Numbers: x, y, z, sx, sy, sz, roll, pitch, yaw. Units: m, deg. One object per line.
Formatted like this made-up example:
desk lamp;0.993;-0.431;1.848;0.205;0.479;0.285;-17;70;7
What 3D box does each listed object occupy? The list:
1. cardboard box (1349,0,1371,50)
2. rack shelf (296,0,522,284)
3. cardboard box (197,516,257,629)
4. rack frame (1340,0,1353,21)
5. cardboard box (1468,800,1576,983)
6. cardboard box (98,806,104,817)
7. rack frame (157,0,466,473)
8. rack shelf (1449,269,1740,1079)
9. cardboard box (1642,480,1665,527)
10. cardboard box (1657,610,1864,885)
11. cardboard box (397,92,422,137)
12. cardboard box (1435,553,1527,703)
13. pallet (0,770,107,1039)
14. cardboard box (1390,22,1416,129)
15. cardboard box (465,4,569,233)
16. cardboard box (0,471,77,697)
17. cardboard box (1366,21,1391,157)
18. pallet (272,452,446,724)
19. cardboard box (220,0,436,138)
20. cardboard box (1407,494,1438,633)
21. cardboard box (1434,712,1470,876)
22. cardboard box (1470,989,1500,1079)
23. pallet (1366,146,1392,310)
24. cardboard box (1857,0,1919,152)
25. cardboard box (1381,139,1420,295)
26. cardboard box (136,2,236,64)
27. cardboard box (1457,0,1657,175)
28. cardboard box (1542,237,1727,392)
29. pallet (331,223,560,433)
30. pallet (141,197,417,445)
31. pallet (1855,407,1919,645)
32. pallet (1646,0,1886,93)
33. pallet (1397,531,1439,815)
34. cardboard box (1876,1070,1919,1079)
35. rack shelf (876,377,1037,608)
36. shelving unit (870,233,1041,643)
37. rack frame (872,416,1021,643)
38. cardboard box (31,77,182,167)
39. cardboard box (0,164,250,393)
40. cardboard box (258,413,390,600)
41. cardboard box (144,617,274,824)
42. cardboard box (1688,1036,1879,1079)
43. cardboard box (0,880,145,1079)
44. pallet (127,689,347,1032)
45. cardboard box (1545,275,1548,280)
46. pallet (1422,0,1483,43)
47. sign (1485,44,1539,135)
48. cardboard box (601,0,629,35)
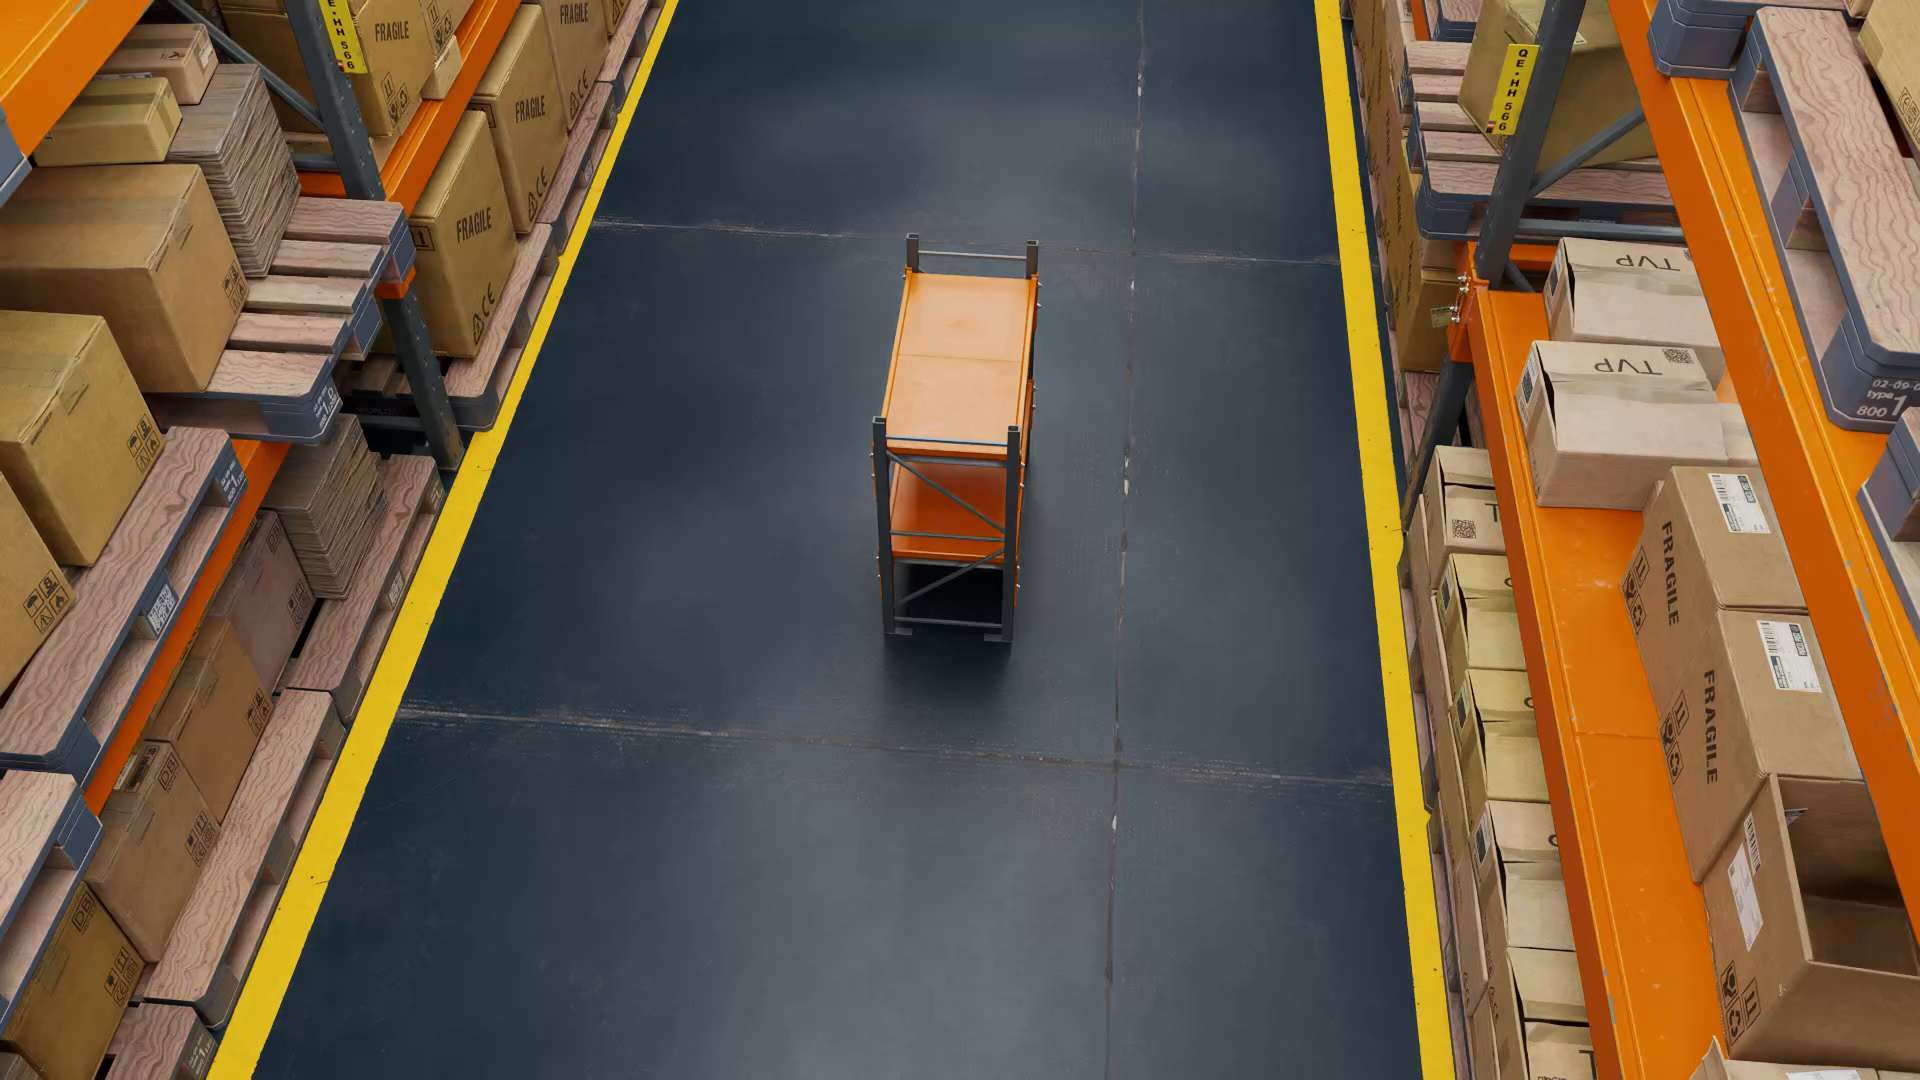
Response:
cardboard box;2.391;-2.952;8.839;0.500;0.500;0.500;2;48;2
rack shelf;-2.438;-2.604;7.613;1.077;0.370;4.000;4;48;4
cardboard box;-2.748;0.012;5.620;0.500;0.250;0.500;5;48;4
rack frame;2.678;-3.986;8.389;1.000;3.000;0.127;4;48;4
cardboard box;1.838;1.054;4.978;0.500;0.311;0.500;3;48;3
cardboard box;-2.854;0.756;4.940;0.500;0.250;0.500;3;48;2
rack frame;-2.620;-1.377;6.003;1.000;3.000;0.127;4;48;4
rack shelf;2.131;0.665;4.622;1.077;0.370;4.000;4;48;4
cardboard box;2.253;-0.021;4.933;0.380;0.149;0.250;7;48;6
cardboard box;2.128;0.540;4.181;0.500;0.500;0.500;4;48;4
cardboard box;-2.328;-1.710;6.464;0.380;0.149;0.250;4;48;4
cardboard box;1.933;0.302;5.666;0.500;0.311;0.500;3;48;3
pallet;-2.770;1.075;3.890;1.003;0.211;1.213;4;48;4
cardboard box;2.254;-2.102;7.553;0.500;0.250;0.500;3;48;3
cardboard box;-2.337;-1.969;7.716;0.750;0.750;0.750;4;48;3
cardboard box;-2.818;0.112;4.275;0.700;0.500;0.500;10;48;9
cardboard box;2.300;-2.193;8.145;0.500;0.500;0.500;4;48;4
pallet;-2.693;0.138;6.507;1.003;0.211;1.213;4;48;4
cardboard box;-2.321;-1.858;6.160;0.500;0.500;0.500;5;48;5
cardboard box;1.973;0.104;6.227;0.500;0.250;0.500;4;48;3
cardboard box;1.886;0.856;5.539;0.500;0.250;0.500;3;48;2
cardboard box;1.792;1.607;4.852;0.500;0.250;0.500;5;48;4
pallet;2.532;-1.546;8.047;1.003;0.211;1.213;4;48;4
cardboard box;2.234;-1.007;3.449;0.500;0.250;0.500;3;48;3
cardboard box;2.212;-1.435;7.452;0.500;0.500;0.500;2;48;2
cardboard box;-2.840;-1.883;6.183;0.500;0.500;0.500;4;48;4
cardboard box;2.258;-1.693;5.939;0.700;0.500;0.500;-11;48;-10
cardboard box;2.236;-0.753;5.492;0.500;0.311;0.500;7;48;6
pallet;-2.474;-1.011;7.557;1.003;0.211;1.213;4;48;4
pallet;-2.579;-0.782;5.588;1.213;0.211;1.003;4;48;4
pallet;2.016;0.295;2.570;0.805;0.209;1.217;2;48;2
pallet;2.340;-1.491;4.202;1.213;0.211;1.003;6;48;5
pallet;2.199;0.496;6.179;1.003;0.211;1.213;4;48;4
cardboard box;2.233;1.340;3.688;0.380;0.149;0.250;4;48;4
rack shelf;0.001;-0.220;6.546;0.538;0.278;1.000;4;48;4
shelving unit;0.001;-0.385;6.365;0.538;1.125;1.048;4;48;4
rack frame;-0.046;-0.011;6.024;0.500;1.125;0.032;4;48;4
cardboard box;-2.637;-1.286;5.114;0.380;0.149;0.250;-3;48;-3
cardboard box;-2.677;-0.801;5.110;0.700;0.500;0.500;0;48;0
cardboard box;-2.634;-0.150;6.276;0.700;0.500;0.500;4;48;4
cardboard box;-2.814;0.588;5.601;0.700;0.500;0.500;4;48;3
cardboard box;1.846;1.279;3.664;0.396;0.266;0.258;3;48;3
cardboard box;-2.937;1.332;4.921;0.700;0.500;0.500;3;48;3
pallet;-2.807;1.032;5.689;1.003;0.211;1.213;4;48;4
cardboard box;2.681;-1.052;7.101;0.500;0.500;0.500;2;48;2
pallet;2.486;-2.412;7.079;1.003;0.211;1.213;4;48;4
sign;1.772;-1.441;5.330;0.100;0.325;0.005;4;48;4
cardboard box;-2.186;-3.247;8.885;0.750;0.750;0.750;4;48;4
